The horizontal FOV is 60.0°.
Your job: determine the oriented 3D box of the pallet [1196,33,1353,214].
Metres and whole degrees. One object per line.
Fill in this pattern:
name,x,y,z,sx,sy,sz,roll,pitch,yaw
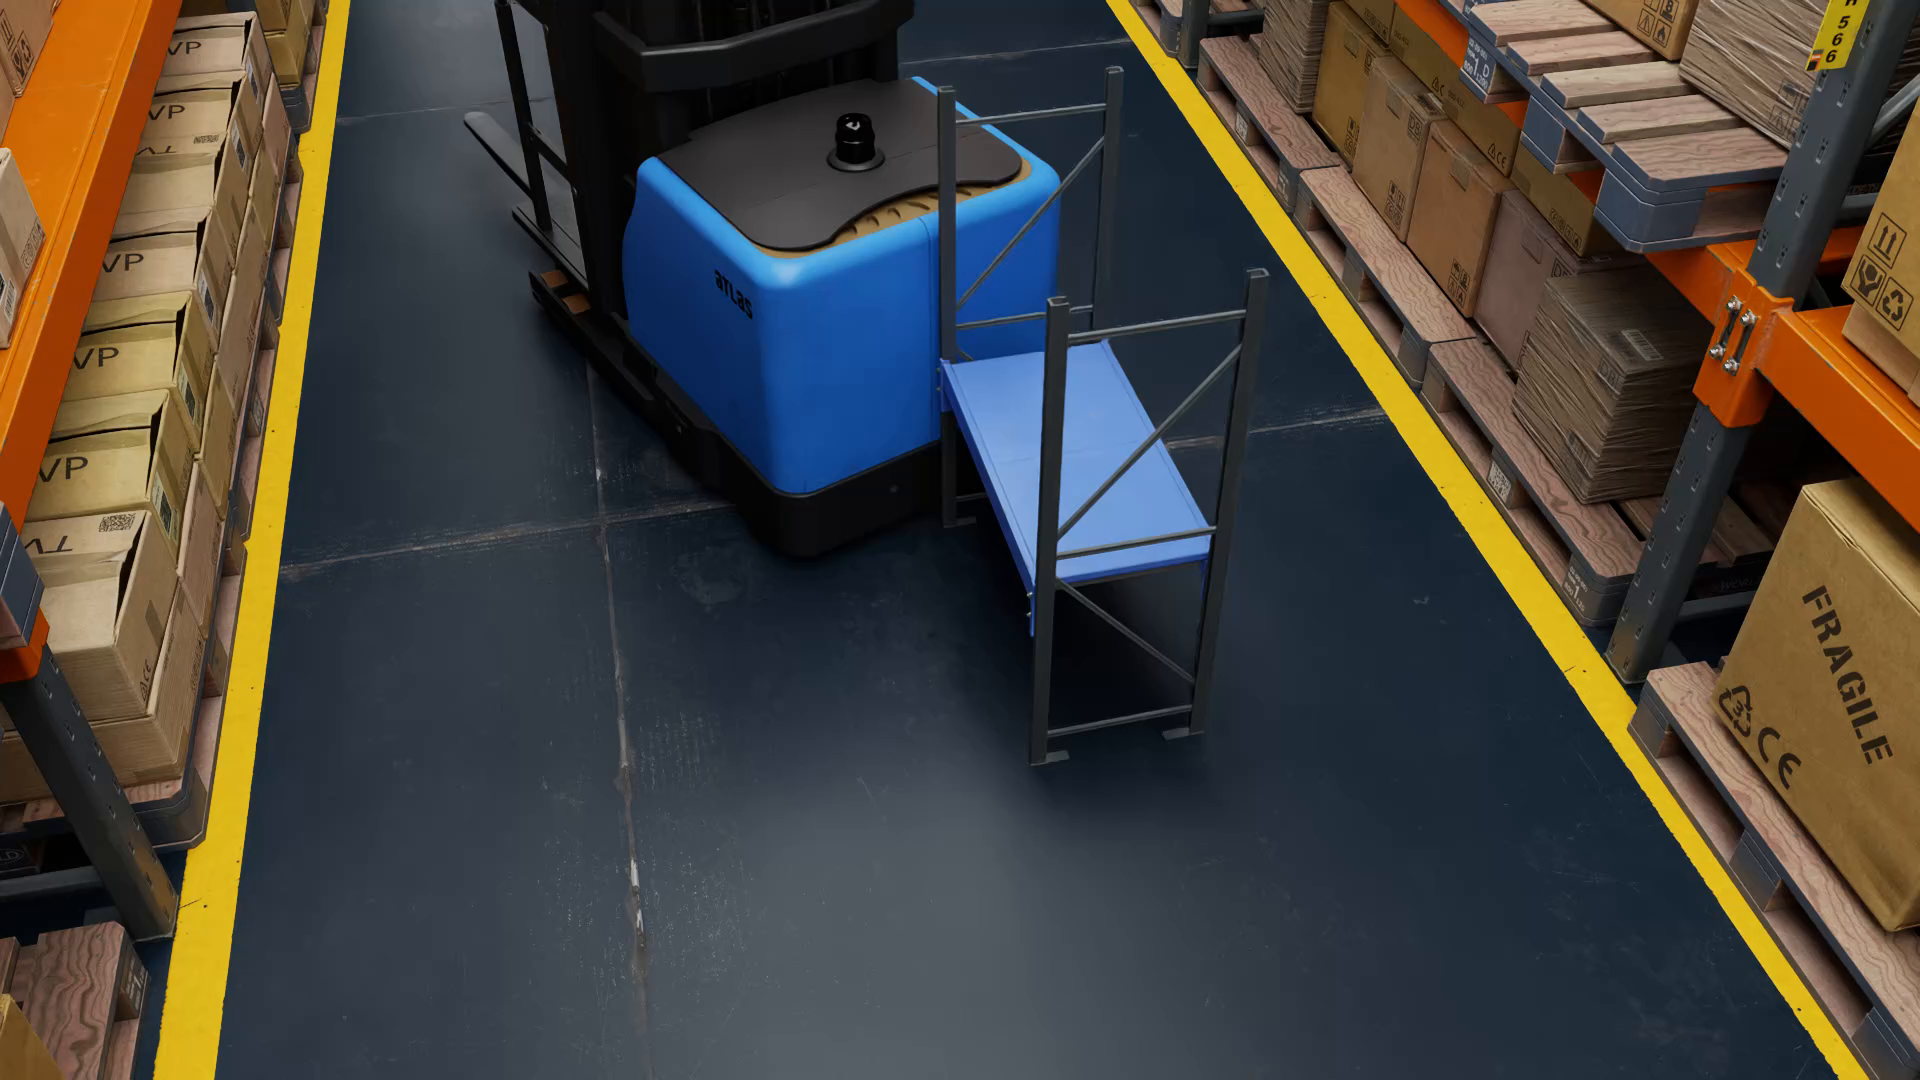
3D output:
pallet,1.688,-1.856,7.182,1.003,0.211,1.213,-8,42,-9

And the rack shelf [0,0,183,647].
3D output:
rack shelf,-2.886,-1.126,4.800,1.077,0.370,4.000,-8,42,-9

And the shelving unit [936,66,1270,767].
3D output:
shelving unit,0.310,-0.317,4.477,0.538,1.500,1.048,-9,42,-10

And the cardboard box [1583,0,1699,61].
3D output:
cardboard box,2.123,-1.674,4.470,0.700,0.500,0.500,-12,43,-13

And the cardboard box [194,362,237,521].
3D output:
cardboard box,-2.508,-0.270,5.050,0.500,0.250,0.500,-9,42,-10

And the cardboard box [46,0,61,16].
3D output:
cardboard box,-3.055,-1.887,5.041,0.500,0.500,0.500,-6,42,-6

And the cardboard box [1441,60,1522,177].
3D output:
cardboard box,1.997,-1.491,5.657,0.500,0.250,0.500,-9,42,-9

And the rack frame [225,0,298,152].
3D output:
rack frame,-3.318,-2.691,6.022,1.000,3.000,0.127,-8,42,-9

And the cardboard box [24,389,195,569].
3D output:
cardboard box,-2.403,-0.158,4.500,0.500,0.311,0.500,-9,42,-10

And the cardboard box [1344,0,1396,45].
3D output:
cardboard box,1.792,-2.154,6.403,0.500,0.250,0.500,-9,42,-10

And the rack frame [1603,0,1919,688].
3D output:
rack frame,2.381,-0.810,3.903,1.000,3.000,0.127,-8,42,-9

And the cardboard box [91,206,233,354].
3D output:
cardboard box,-2.622,-0.822,5.248,0.500,0.311,0.500,-9,42,-10

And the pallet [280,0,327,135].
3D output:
pallet,-3.449,-2.170,7.535,1.003,0.211,1.213,-8,42,-9

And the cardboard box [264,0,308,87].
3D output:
cardboard box,-3.122,-2.164,7.183,0.500,0.250,0.500,-8,42,-9

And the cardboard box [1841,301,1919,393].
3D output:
cardboard box,2.226,-0.477,3.702,0.380,0.149,0.250,-9,42,-10

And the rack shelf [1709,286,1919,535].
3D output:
rack shelf,2.813,0.755,2.682,1.077,0.370,4.000,-8,42,-9

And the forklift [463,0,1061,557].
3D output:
forklift,-0.932,-1.989,5.283,1.130,2.935,3.031,-24,47,-25

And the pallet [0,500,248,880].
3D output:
pallet,-2.594,0.405,4.634,1.003,0.211,1.213,-8,42,-9

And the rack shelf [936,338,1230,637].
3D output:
rack shelf,0.310,-0.182,4.596,0.538,0.185,1.000,-9,42,-10

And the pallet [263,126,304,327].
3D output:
pallet,-3.121,-1.176,6.416,1.003,0.211,1.213,-8,42,-9

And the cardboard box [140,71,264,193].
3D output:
cardboard box,-2.832,-1.472,5.981,0.500,0.311,0.500,-7,42,-8

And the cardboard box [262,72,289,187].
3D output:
cardboard box,-2.946,-1.593,6.539,0.500,0.250,0.500,-9,42,-10

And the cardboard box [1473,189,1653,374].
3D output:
cardboard box,2.177,-0.850,5.499,0.700,0.500,0.500,-8,42,-9

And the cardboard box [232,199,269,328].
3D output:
cardboard box,-2.727,-0.933,5.796,0.500,0.250,0.500,-7,42,-8

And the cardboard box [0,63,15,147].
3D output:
cardboard box,-2.833,-1.221,4.291,0.500,0.500,0.500,-10,43,-12

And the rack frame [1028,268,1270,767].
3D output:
rack frame,0.433,0.011,4.108,0.500,1.500,0.032,-9,42,-10

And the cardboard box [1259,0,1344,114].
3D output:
cardboard box,1.693,-2.158,6.973,0.700,0.500,0.500,-7,42,-8

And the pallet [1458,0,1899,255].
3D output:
pallet,2.124,-1.185,4.470,1.213,0.211,1.003,-8,42,-9

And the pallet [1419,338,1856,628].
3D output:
pallet,2.214,-0.274,5.400,1.003,0.211,1.213,-8,42,-9

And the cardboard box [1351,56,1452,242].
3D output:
cardboard box,1.924,-1.494,6.225,0.700,0.500,0.500,-8,42,-9

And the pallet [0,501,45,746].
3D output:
pallet,-2.240,0.403,2.681,1.213,0.211,1.003,-8,42,-9

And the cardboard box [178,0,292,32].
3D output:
cardboard box,-3.112,-2.446,6.936,0.500,0.500,0.500,-8,42,-9

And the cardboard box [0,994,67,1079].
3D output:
cardboard box,-2.024,1.245,3.140,0.500,0.500,0.500,-7,42,-8

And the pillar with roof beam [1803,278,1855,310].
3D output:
pillar with roof beam,-1.258,-3.404,2.306,9.100,9.000,0.400,-8,42,-9

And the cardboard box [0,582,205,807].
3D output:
cardboard box,-2.281,0.392,4.304,0.500,0.250,0.500,-8,42,-9
